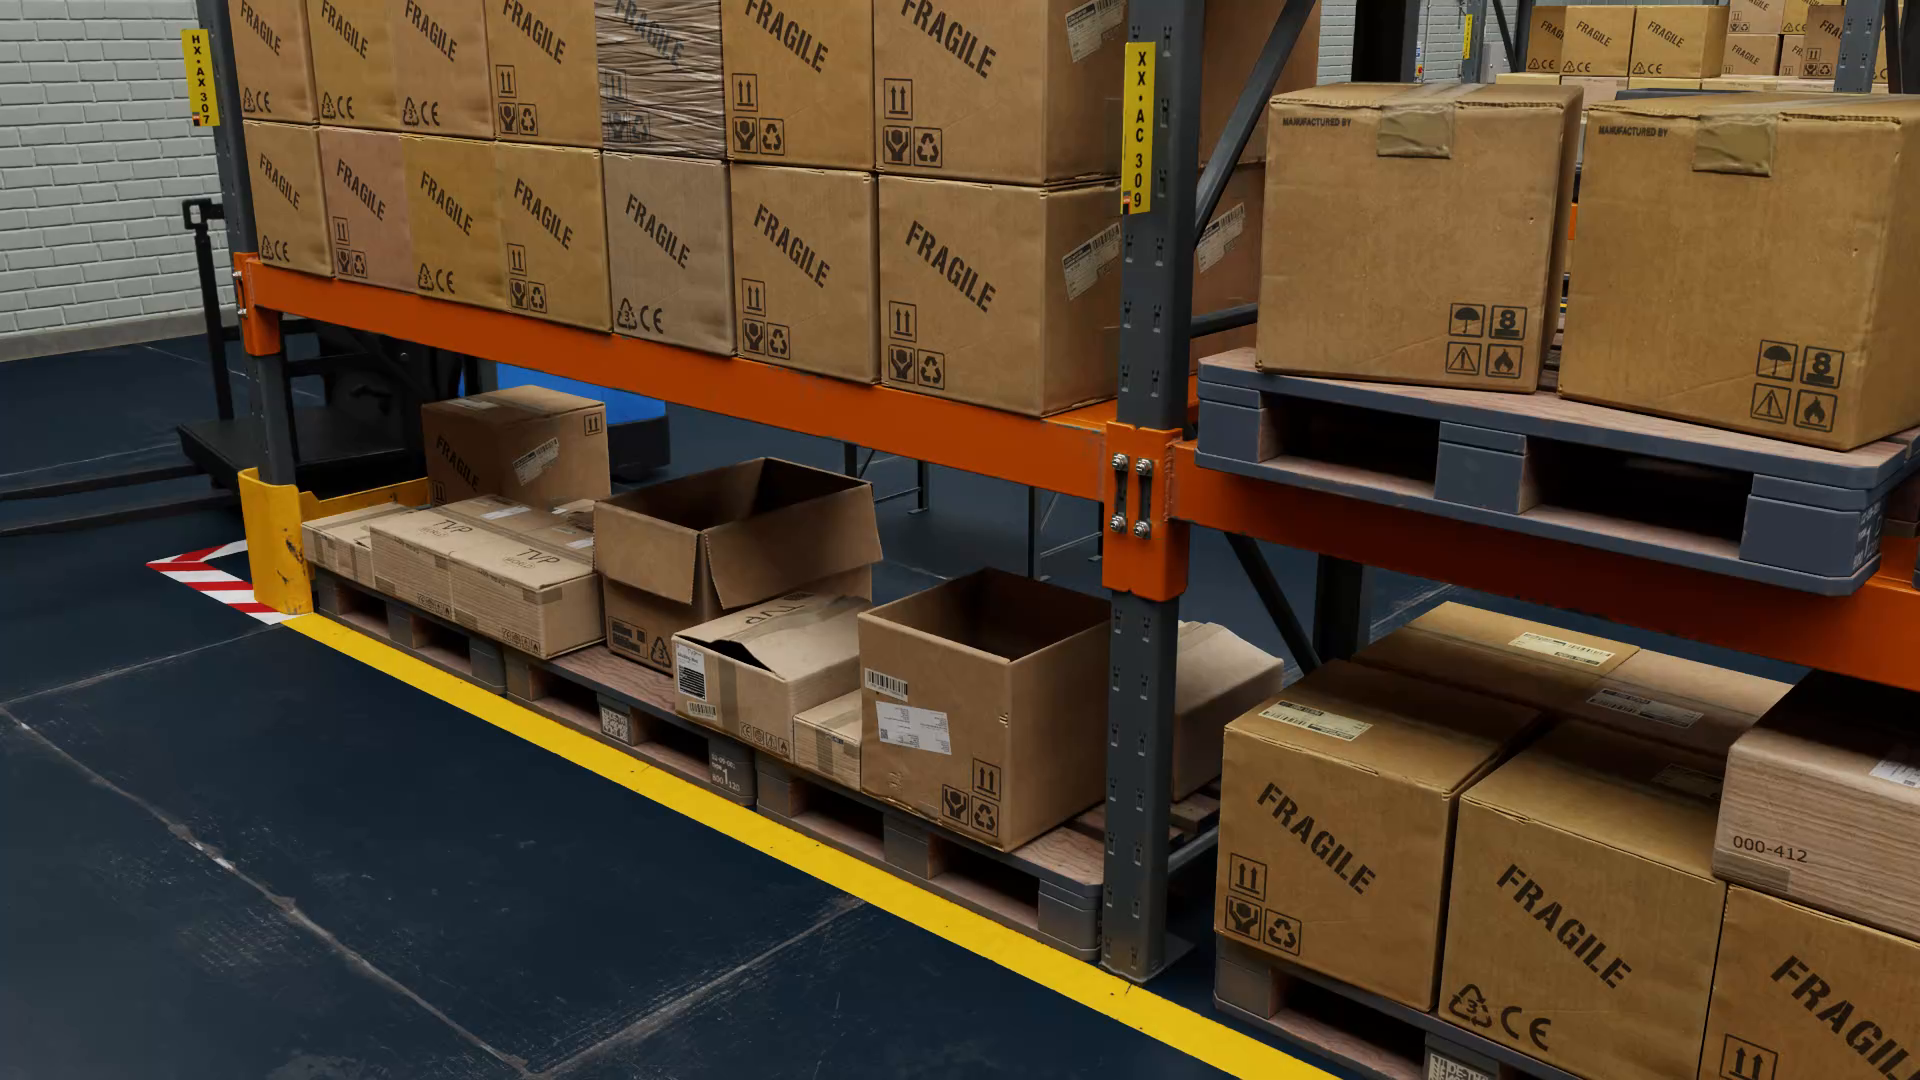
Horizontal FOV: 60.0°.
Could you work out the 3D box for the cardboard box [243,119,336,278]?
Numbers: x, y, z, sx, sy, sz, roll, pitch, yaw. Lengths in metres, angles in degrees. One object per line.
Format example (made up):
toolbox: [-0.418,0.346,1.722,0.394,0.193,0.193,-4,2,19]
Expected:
cardboard box: [-2.129,-1.220,5.833,0.500,0.500,0.500,16,23,40]

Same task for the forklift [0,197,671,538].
forklift: [-2.878,-1.544,7.131,3.031,2.935,1.130,-13,22,-35]

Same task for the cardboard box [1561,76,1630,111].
cardboard box: [4.865,-3.372,12.534,0.500,0.250,0.500,15,23,39]

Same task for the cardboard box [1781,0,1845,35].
cardboard box: [8.201,-5.080,15.850,0.500,0.500,0.500,16,24,41]

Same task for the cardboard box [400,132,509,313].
cardboard box: [-1.366,-1.017,5.191,0.500,0.500,0.500,15,23,39]

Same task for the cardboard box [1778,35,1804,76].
cardboard box: [8.230,-4.599,15.987,0.500,0.500,0.500,15,23,39]

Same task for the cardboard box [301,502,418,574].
cardboard box: [-2.201,-0.011,6.172,0.250,0.149,0.380,15,23,39]

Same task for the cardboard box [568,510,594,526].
cardboard box: [-1.025,0.030,5.876,0.500,0.250,0.500,15,23,39]

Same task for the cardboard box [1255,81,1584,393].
cardboard box: [0.912,-0.621,3.249,0.500,0.500,0.700,7,19,21]

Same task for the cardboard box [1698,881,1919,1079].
cardboard box: [1.681,0.822,2.967,0.500,0.500,0.500,15,23,40]

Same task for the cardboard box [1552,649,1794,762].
cardboard box: [1.629,0.599,3.671,0.500,0.500,0.500,15,23,39]

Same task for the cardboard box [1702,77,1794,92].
cardboard box: [5.632,-3.167,11.888,0.500,0.250,0.500,14,23,38]

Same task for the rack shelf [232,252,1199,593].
rack shelf: [-0.790,-0.577,5.161,4.000,0.370,1.077,15,23,39]

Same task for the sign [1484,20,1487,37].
sign: [7.949,-7.800,25.365,0.001,0.242,0.339,15,23,39]

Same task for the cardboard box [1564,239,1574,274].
cardboard box: [4.824,-2.639,13.287,0.875,0.875,0.875,15,23,39]

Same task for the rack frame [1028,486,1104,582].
rack frame: [0.444,-0.596,6.509,0.032,1.500,0.500,15,23,39]

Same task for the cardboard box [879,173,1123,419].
cardboard box: [0.162,-0.608,3.905,0.500,0.500,0.500,16,23,40]

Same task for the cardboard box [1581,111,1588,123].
cardboard box: [4.723,-3.194,12.632,0.250,0.149,0.380,14,23,38]

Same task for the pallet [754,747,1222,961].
pallet: [0.193,0.673,4.643,1.213,0.211,1.003,15,23,39]

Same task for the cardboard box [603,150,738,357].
cardboard box: [-0.611,-0.814,4.553,0.500,0.500,0.500,16,23,40]

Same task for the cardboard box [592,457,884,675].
cardboard box: [-0.703,0.086,5.282,0.637,0.503,0.797,15,23,39]

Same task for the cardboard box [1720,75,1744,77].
cardboard box: [5.591,-3.391,12.594,0.500,0.250,0.500,14,22,37]

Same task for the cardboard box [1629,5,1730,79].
cardboard box: [5.238,-3.629,12.105,0.500,0.500,0.500,14,23,38]

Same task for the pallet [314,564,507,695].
pallet: [-1.632,0.183,6.187,1.213,0.211,1.003,15,23,39]

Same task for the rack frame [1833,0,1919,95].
rack frame: [3.996,-1.638,7.315,0.127,3.000,1.000,15,23,39]

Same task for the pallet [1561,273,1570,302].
pallet: [4.942,-2.090,13.349,1.213,0.211,1.003,15,23,39]

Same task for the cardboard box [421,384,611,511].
cardboard box: [-1.716,-0.286,6.460,0.500,0.500,0.500,15,23,39]

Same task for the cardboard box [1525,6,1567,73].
cardboard box: [4.831,-3.951,13.120,0.500,0.500,0.500,15,23,40]

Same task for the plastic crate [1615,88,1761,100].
plastic crate: [3.495,-1.933,8.040,0.583,0.464,0.402,15,23,39]

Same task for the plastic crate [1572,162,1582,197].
plastic crate: [2.981,-1.700,7.865,0.590,0.125,0.437,15,23,39]

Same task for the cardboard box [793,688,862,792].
cardboard box: [-0.229,0.519,4.504,0.250,0.149,0.380,15,23,39]

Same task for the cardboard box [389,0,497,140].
cardboard box: [-1.362,-1.492,5.037,0.500,0.500,0.500,15,23,40]

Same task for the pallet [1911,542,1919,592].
pallet: [2.240,-0.013,2.512,1.213,0.211,1.003,15,23,39]

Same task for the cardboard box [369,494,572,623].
cardboard box: [-1.694,0.053,5.804,0.500,0.250,0.500,15,23,39]

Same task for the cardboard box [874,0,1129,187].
cardboard box: [0.156,-1.086,3.755,0.500,0.500,0.500,15,23,40]

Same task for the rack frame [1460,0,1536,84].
rack frame: [4.292,-3.562,13.377,0.127,3.000,1.000,15,23,39]

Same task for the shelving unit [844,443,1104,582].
shelving unit: [0.064,-0.698,6.831,1.048,1.500,0.538,15,23,39]

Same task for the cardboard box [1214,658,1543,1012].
cardboard box: [0.906,0.616,3.618,0.500,0.500,0.500,14,22,37]

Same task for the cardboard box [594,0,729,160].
cardboard box: [-0.606,-1.289,4.397,0.500,0.500,0.500,15,23,40]

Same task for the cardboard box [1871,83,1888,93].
cardboard box: [6.391,-2.962,11.242,0.500,0.250,0.500,16,24,41]

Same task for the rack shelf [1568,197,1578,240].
rack shelf: [2.501,-1.697,8.690,4.000,0.370,1.077,15,23,39]

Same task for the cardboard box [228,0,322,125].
cardboard box: [-2.129,-1.697,5.682,0.500,0.500,0.500,16,24,41]

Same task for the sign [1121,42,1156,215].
sign: [0.351,-0.807,3.264,0.005,0.325,0.100,15,23,39]

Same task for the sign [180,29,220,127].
sign: [-2.646,-1.611,5.799,0.005,0.325,0.100,15,23,39]

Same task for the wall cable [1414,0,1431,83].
wall cable: [6.637,-7.430,23.834,0.123,1.953,0.585,15,23,39]
